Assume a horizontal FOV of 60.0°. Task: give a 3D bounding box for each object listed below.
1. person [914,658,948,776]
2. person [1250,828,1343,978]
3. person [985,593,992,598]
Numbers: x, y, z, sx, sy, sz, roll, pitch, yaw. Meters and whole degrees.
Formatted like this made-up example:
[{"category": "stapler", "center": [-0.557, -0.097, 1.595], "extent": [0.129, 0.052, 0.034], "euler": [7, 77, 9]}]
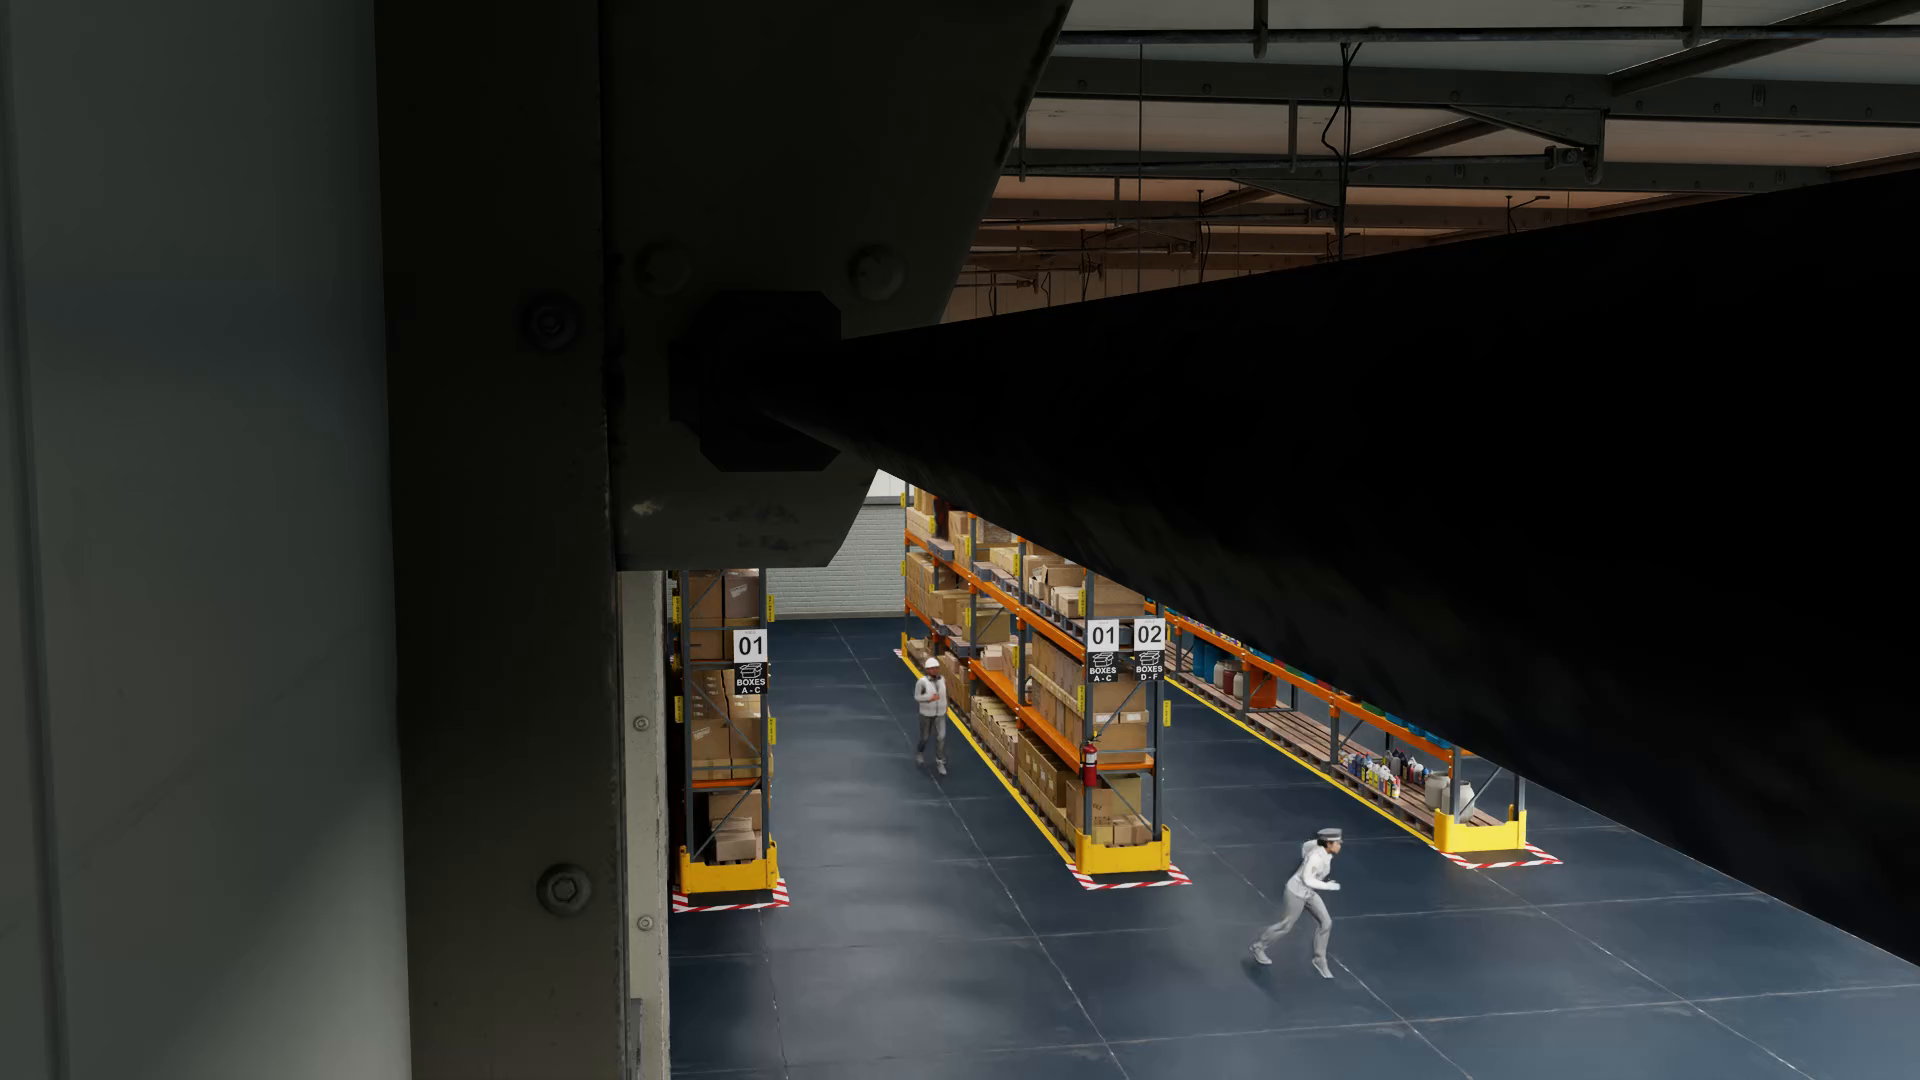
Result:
[{"category": "person", "center": [-0.446, 2.723, 26.039], "extent": [0.645, 1.783, 0.948], "euler": [-2, 6, -23]}, {"category": "person", "center": [3.526, 3.771, 17.428], "extent": [0.956, 1.621, 0.657], "euler": [3, 6, 24]}, {"category": "person", "center": [0.753, 1.660, 37.202], "extent": [0.578, 1.692, 0.822], "euler": [-4, 7, -31]}]
